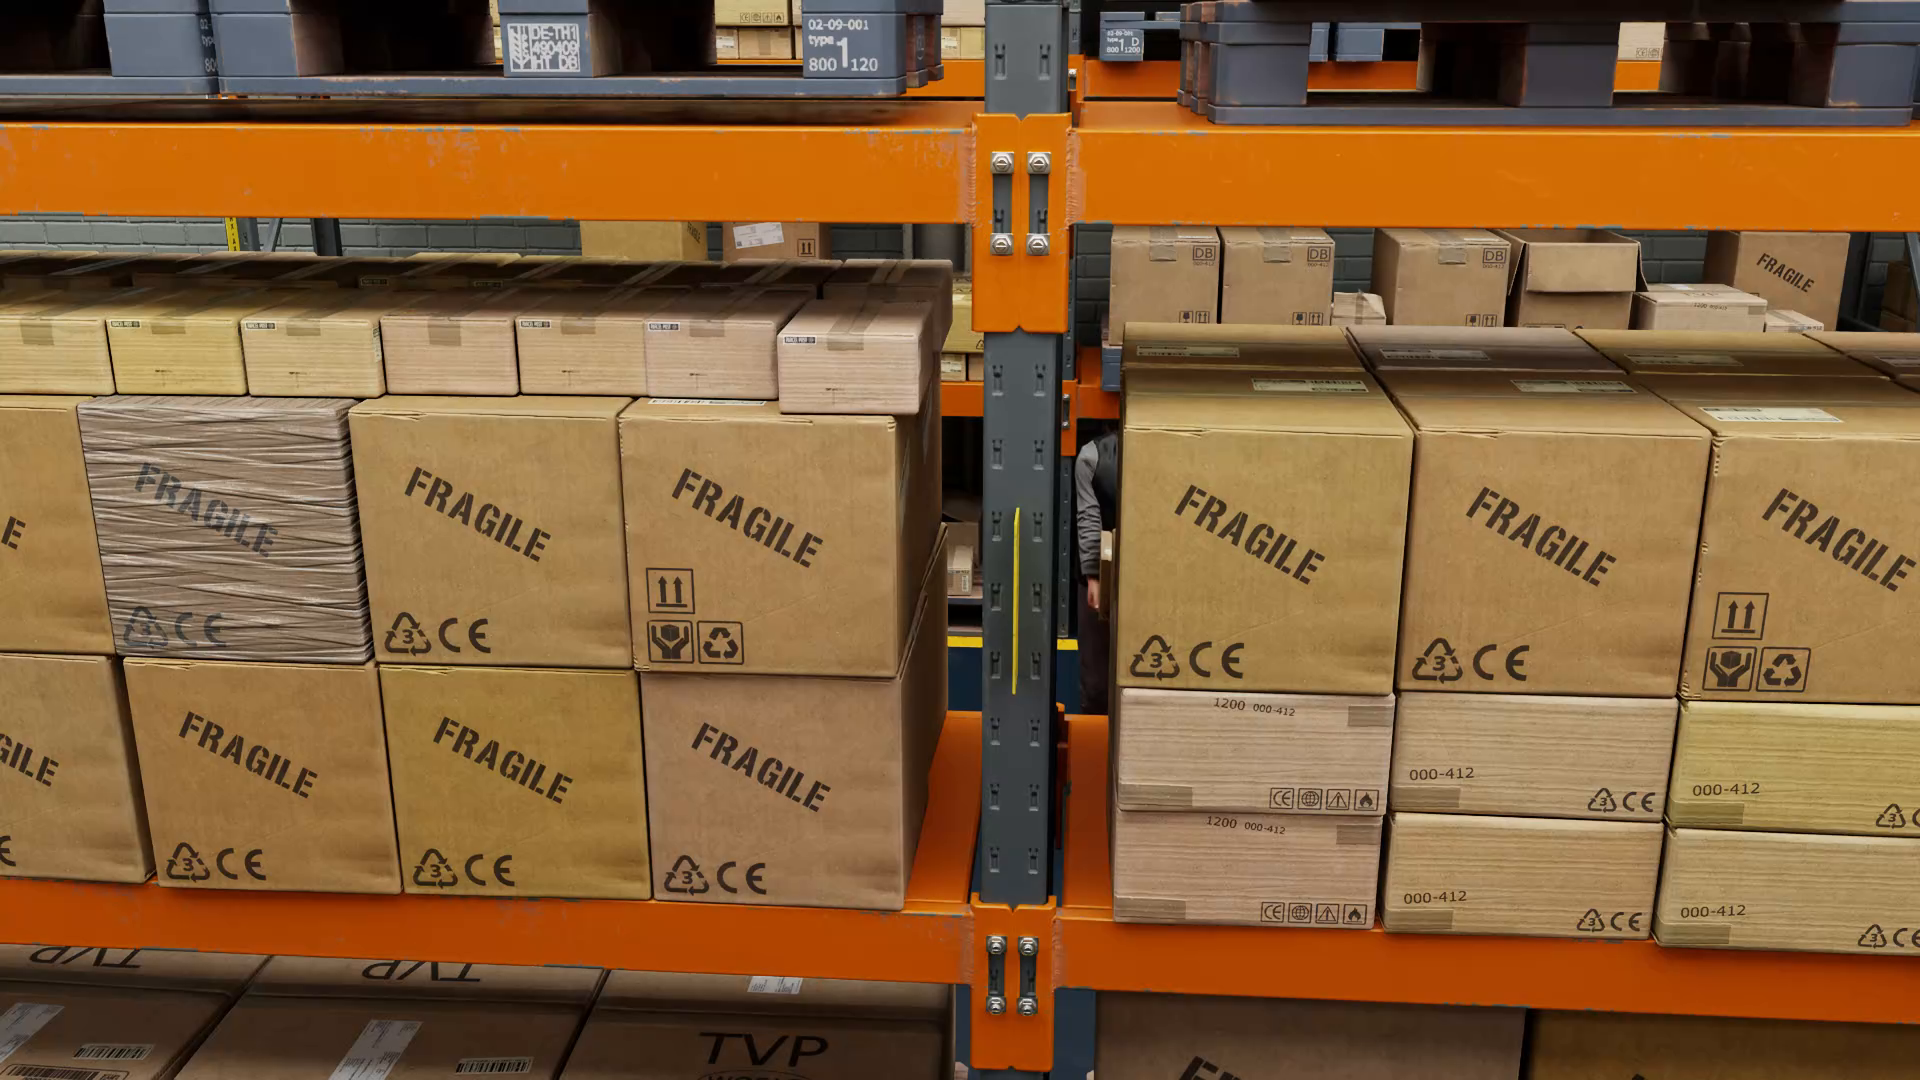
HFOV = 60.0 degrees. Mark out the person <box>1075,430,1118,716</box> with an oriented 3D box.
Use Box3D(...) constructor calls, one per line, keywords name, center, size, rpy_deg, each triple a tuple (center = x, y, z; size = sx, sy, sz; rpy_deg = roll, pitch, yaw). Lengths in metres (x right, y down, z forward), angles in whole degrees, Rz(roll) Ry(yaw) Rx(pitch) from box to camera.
Box3D(name="person", center=(0.676, 0.230, 6.367), size=(0.495, 1.717, 0.546), rpy_deg=(1, 17, 5))
